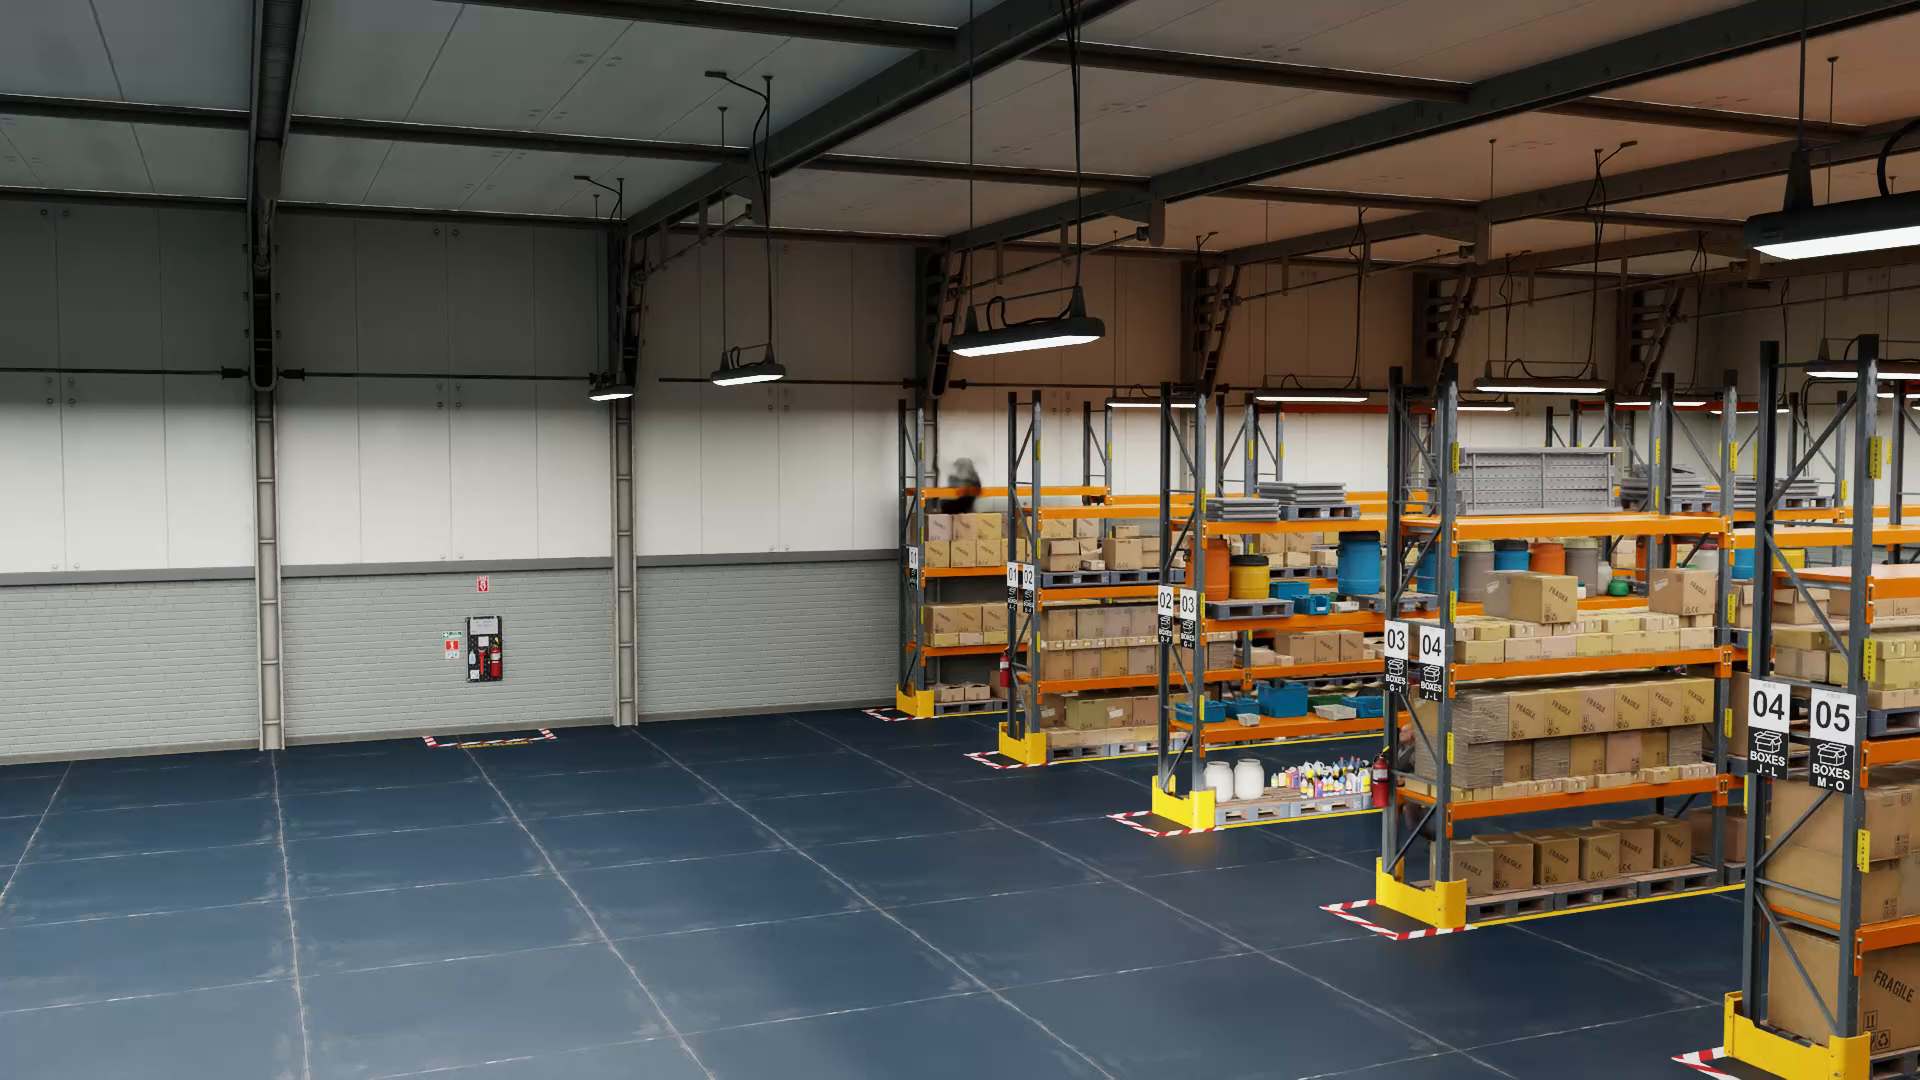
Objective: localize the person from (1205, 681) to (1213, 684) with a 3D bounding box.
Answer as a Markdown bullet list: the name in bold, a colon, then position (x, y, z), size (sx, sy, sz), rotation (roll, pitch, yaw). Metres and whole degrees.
- **person**: position (4.681, 2.514, 31.145), size (0.589, 1.647, 0.615), rotation (-2, 4, -31)

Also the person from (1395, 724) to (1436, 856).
- **person**: position (5.501, 3.105, 20.425), size (0.908, 1.698, 0.684), rotation (-2, 4, -28)
